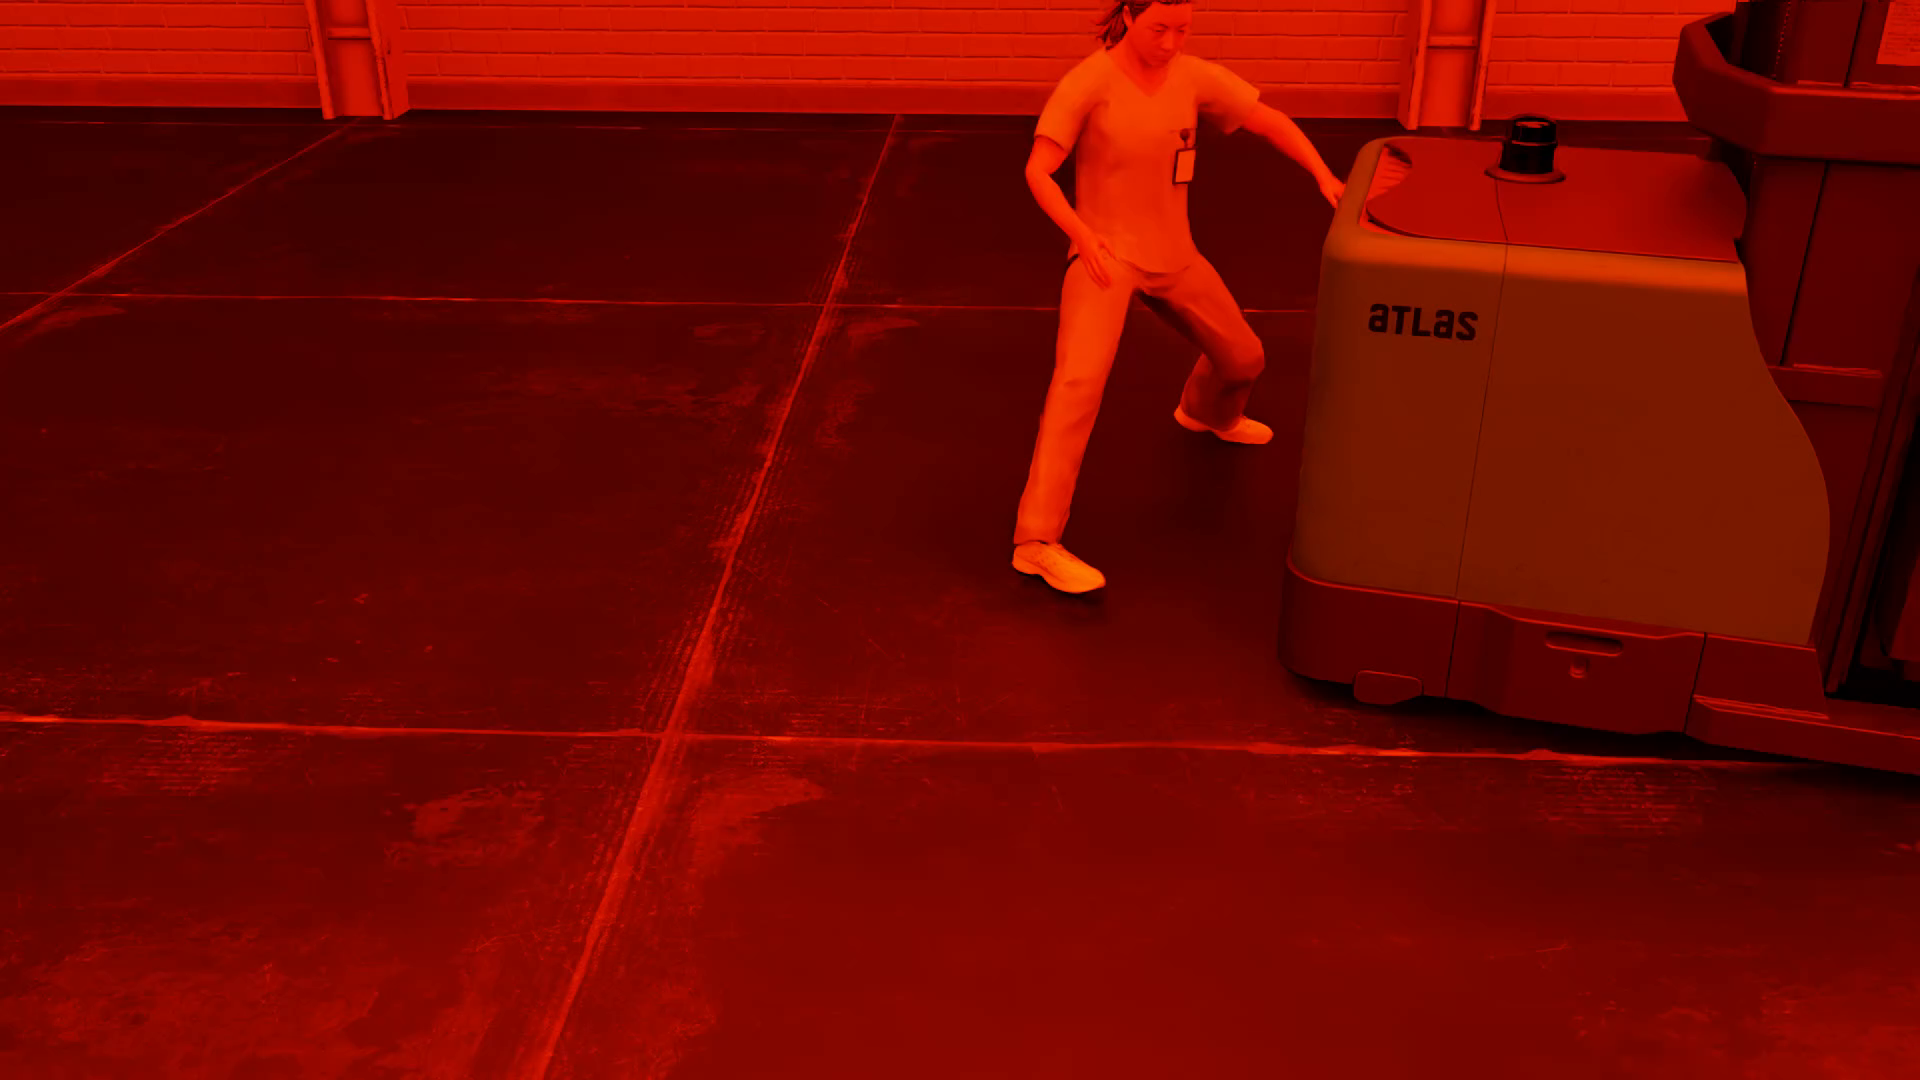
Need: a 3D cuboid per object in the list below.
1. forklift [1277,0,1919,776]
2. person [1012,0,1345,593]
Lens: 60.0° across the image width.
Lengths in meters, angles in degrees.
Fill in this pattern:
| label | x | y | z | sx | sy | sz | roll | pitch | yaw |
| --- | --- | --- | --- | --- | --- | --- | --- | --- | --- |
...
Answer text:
| label | x | y | z | sx | sy | sz | roll | pitch | yaw |
| --- | --- | --- | --- | --- | --- | --- | --- | --- | --- |
| forklift | 2.304 | -0.978 | 3.191 | 3.031 | 2.935 | 1.130 | 8 | 27 | 15 |
| person | 0.565 | -0.753 | 4.387 | 1.099 | 1.503 | 0.961 | -9 | 28 | -18 |
